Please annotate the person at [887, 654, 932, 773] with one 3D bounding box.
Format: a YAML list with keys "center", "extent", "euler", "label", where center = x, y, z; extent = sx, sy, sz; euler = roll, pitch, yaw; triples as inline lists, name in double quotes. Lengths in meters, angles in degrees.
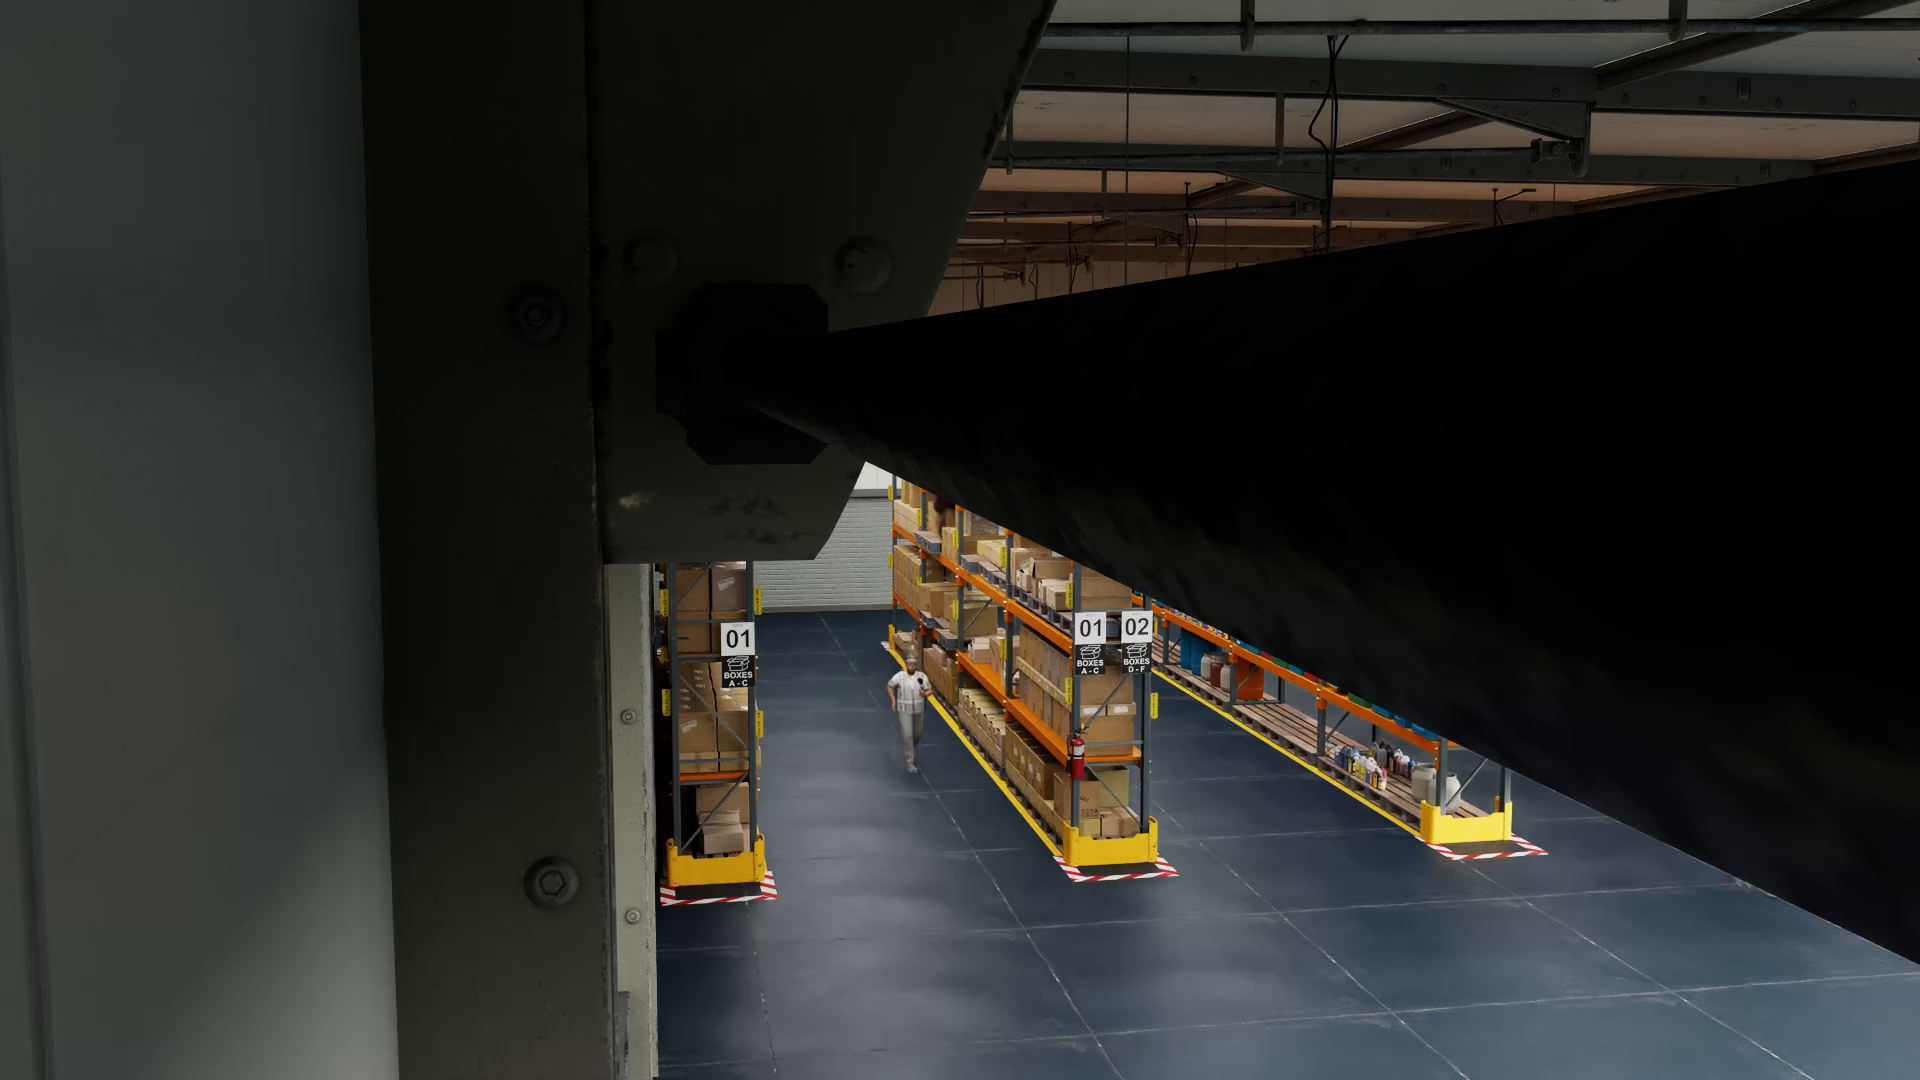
- center: [-0.759, 2.640, 25.798]
  extent: [0.662, 1.768, 0.989]
  euler: [-2, 6, -16]
  label: "person"
